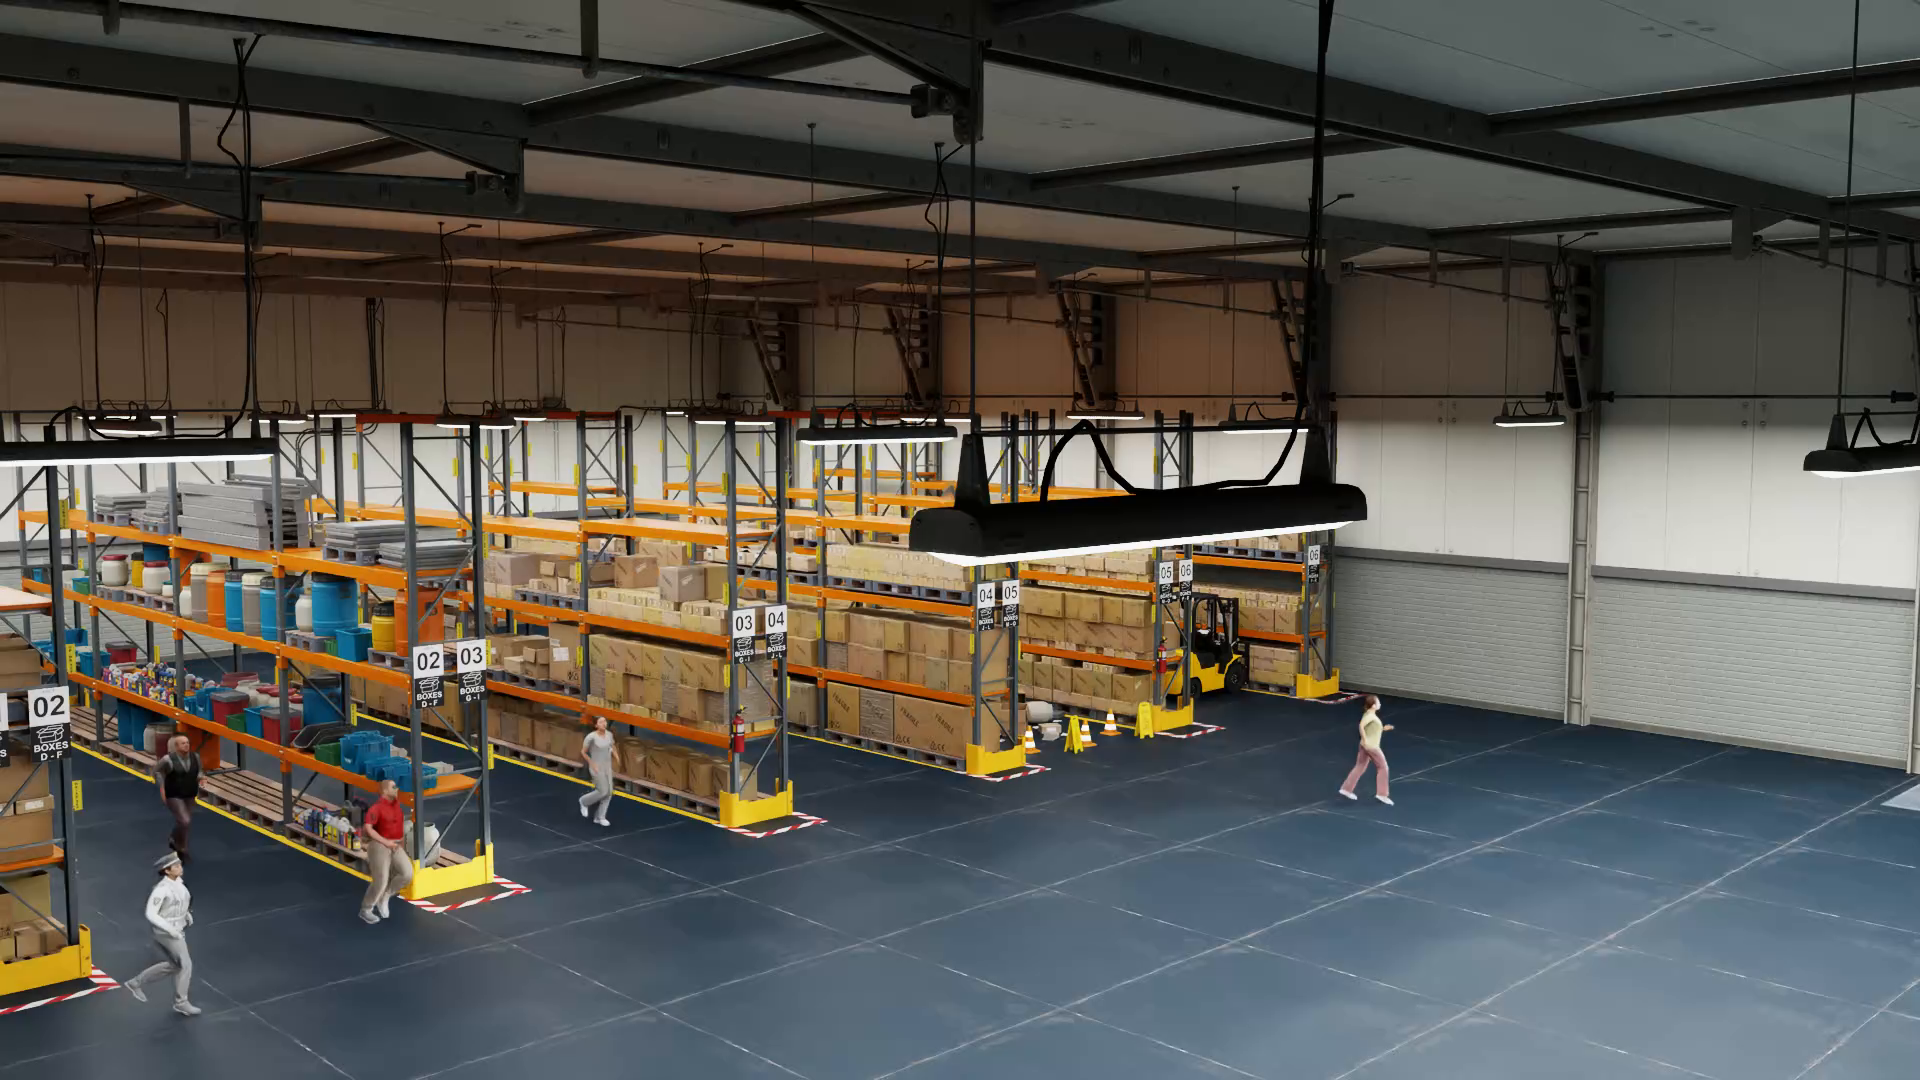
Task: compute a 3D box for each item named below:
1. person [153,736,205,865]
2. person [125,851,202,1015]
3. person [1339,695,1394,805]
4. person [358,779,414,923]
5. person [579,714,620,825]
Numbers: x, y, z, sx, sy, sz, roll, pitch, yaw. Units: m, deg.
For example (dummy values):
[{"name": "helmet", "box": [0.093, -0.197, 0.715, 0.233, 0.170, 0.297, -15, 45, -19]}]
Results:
[{"name": "person", "box": [-10.599, 3.527, 22.656, 0.864, 1.759, 0.579, 3, 6, 33]}, {"name": "person", "box": [-8.166, 4.024, 17.023, 0.723, 1.715, 0.625, -1, 5, -8]}, {"name": "person", "box": [6.301, 3.251, 25.744, 0.844, 1.715, 0.546, 0, 5, -6]}, {"name": "person", "box": [-6.923, 3.743, 20.187, 0.579, 1.675, 0.726, 2, 5, 18]}, {"name": "person", "box": [-5.327, 3.390, 24.630, 0.605, 1.631, 0.560, 4, 6, 40]}]
